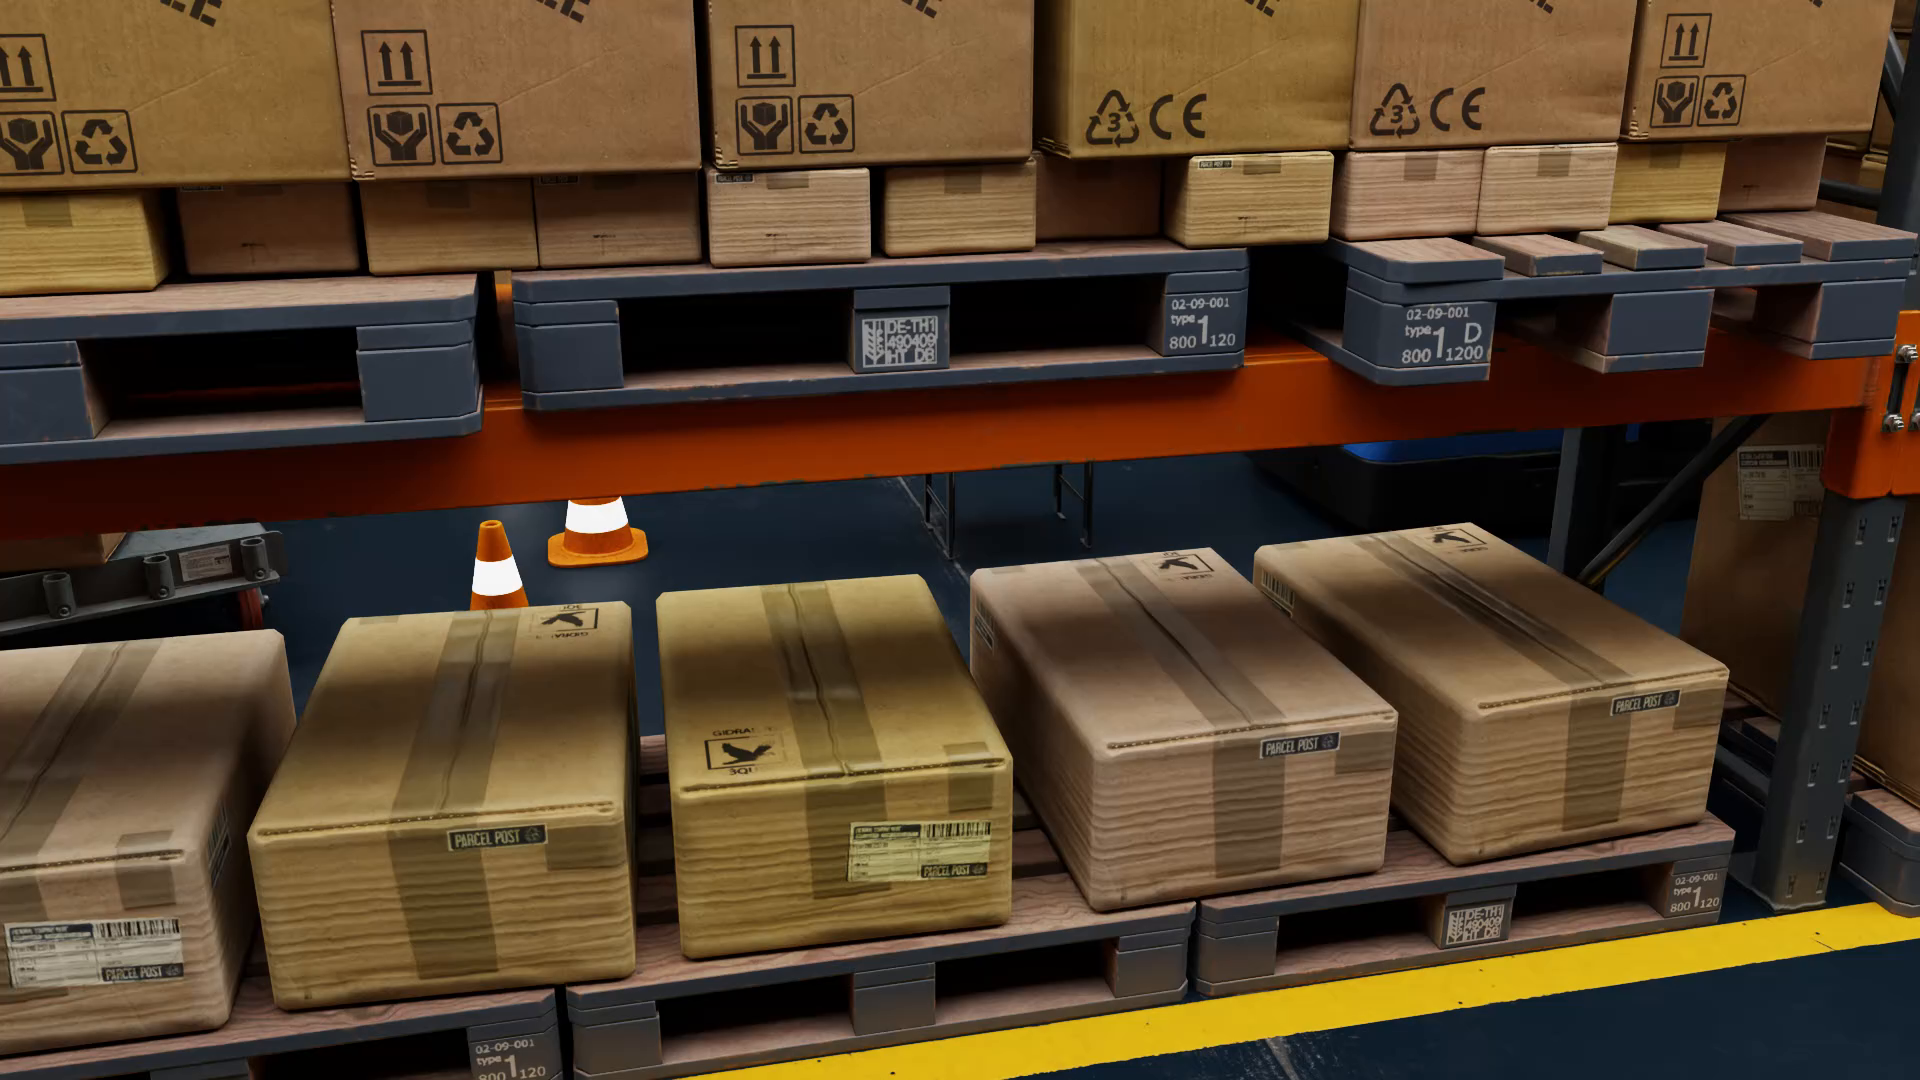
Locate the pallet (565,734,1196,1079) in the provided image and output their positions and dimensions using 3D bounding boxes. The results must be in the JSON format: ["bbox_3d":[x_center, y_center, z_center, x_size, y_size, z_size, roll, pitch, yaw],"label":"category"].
[{"bbox_3d":[-0.237,0.698,3.603,1.213,0.211,1.003,-5,21,-12],"label":"pallet"}]

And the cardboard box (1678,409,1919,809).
[{"bbox_3d":[2.400,0.005,3.918,0.875,0.875,0.875,-5,21,-13],"label":"cardboard box"}]

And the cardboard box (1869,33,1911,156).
[{"bbox_3d":[2.259,-0.890,3.375,0.500,0.250,0.500,-5,21,-13],"label":"cardboard box"}]

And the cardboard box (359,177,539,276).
[{"bbox_3d":[-0.810,-0.540,2.683,0.250,0.149,0.380,-4,21,-12],"label":"cardboard box"}]

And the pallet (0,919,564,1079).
[{"bbox_3d":[-1.426,0.795,3.336,1.213,0.211,1.003,-5,21,-12],"label":"pallet"}]

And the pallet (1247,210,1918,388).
[{"bbox_3d":[1.040,-0.586,3.333,1.003,0.211,1.213,-5,21,-12],"label":"pallet"}]

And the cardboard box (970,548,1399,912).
[{"bbox_3d":[0.441,0.371,3.651,0.625,0.372,0.950,-5,21,-14],"label":"cardboard box"}]

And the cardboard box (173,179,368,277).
[{"bbox_3d":[-1.070,-0.534,2.666,0.250,0.149,0.380,-3,20,-9],"label":"cardboard box"}]

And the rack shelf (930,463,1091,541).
[{"bbox_3d":[0.161,-0.329,5.735,0.480,0.518,0.431,-5,21,-12],"label":"rack shelf"}]

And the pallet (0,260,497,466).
[{"bbox_3d":[-1.406,-0.374,2.752,1.213,0.211,1.003,-5,21,-12],"label":"pallet"}]

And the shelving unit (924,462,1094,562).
[{"bbox_3d":[0.161,-0.999,5.489,0.503,2.100,0.431,-5,21,-12],"label":"shelving unit"}]

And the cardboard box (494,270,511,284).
[{"bbox_3d":[-1.898,-1.396,7.925,0.750,0.750,1.050,-5,21,-12],"label":"cardboard box"}]

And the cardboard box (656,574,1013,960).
[{"bbox_3d":[-0.298,0.429,3.493,0.625,0.372,0.950,-4,20,-11],"label":"cardboard box"}]

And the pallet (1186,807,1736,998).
[{"bbox_3d":[0.948,0.602,3.864,1.213,0.211,1.003,-5,21,-12],"label":"pallet"}]

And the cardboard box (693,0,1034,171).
[{"bbox_3d":[-0.192,-0.895,2.710,0.500,0.500,0.500,-6,21,-15],"label":"cardboard box"}]

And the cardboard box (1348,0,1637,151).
[{"bbox_3d":[0.830,-0.979,2.937,0.500,0.500,0.500,-5,21,-13],"label":"cardboard box"}]

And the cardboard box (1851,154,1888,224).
[{"bbox_3d":[2.243,-0.653,3.453,0.500,0.250,0.500,-5,21,-13],"label":"cardboard box"}]

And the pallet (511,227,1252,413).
[{"bbox_3d":[-0.208,-0.508,3.119,1.213,0.211,1.003,-5,21,-12],"label":"pallet"}]

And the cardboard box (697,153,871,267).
[{"bbox_3d":[-0.298,-0.563,2.745,0.250,0.149,0.380,-4,20,-10],"label":"cardboard box"}]

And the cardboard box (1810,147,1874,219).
[{"bbox_3d":[2.142,-0.825,3.924,0.500,0.250,0.500,-5,21,-14],"label":"cardboard box"}]

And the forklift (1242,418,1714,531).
[{"bbox_3d":[2.684,-1.652,6.062,3.031,2.935,1.130,-6,21,-16],"label":"forklift"}]

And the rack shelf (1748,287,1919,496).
[{"bbox_3d":[3.656,-0.589,4.107,4.000,0.370,1.077,-5,21,-12],"label":"rack shelf"}]

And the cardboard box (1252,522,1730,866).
[{"bbox_3d":[1.157,0.310,3.818,0.625,0.372,0.950,-6,21,-16],"label":"cardboard box"}]

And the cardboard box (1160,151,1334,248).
[{"bbox_3d":[0.454,-0.619,2.898,0.250,0.149,0.380,-4,21,-12],"label":"cardboard box"}]

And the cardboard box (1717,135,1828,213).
[{"bbox_3d":[1.444,-0.743,3.237,0.250,0.149,0.380,-4,20,-10],"label":"cardboard box"}]

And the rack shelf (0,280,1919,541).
[{"bbox_3d":[-0.237,-0.272,3.243,4.000,0.370,1.077,-5,21,-12],"label":"rack shelf"}]

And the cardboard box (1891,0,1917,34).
[{"bbox_3d":[2.245,-1.242,3.245,0.500,0.500,0.500,-5,21,-14],"label":"cardboard box"}]

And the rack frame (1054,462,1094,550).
[{"bbox_3d":[0.399,-1.018,5.542,0.015,2.100,0.400,-5,21,-12],"label":"rack frame"}]

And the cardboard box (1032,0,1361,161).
[{"bbox_3d":[0.339,-0.938,2.827,0.500,0.500,0.500,-6,21,-16],"label":"cardboard box"}]

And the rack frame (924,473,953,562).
[{"bbox_3d":[-0.076,-0.980,5.436,0.015,2.100,0.400,-5,21,-12],"label":"rack frame"}]

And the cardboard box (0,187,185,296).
[{"bbox_3d":[-1.328,-0.486,2.535,0.250,0.149,0.380,-4,21,-11],"label":"cardboard box"}]

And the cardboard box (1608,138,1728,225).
[{"bbox_3d":[1.200,-0.698,3.113,0.250,0.149,0.380,-4,21,-12],"label":"cardboard box"}]

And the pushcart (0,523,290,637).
[{"bbox_3d":[-2.757,0.020,5.211,0.936,0.377,1.648,-13,24,-31],"label":"pushcart"}]

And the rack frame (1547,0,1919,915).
[{"bbox_3d":[1.709,-0.768,3.551,0.127,3.000,1.000,-5,21,-12],"label":"rack frame"}]

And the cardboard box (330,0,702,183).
[{"bbox_3d":[-0.690,-0.851,2.589,0.500,0.500,0.500,-5,21,-13],"label":"cardboard box"}]

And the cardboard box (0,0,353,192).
[{"bbox_3d":[-1.174,-0.817,2.495,0.500,0.500,0.500,-5,21,-12],"label":"cardboard box"}]

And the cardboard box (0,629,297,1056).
[{"bbox_3d":[-1.674,0.543,3.183,0.625,0.372,0.950,-4,21,-12],"label":"cardboard box"}]

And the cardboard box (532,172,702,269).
[{"bbox_3d":[-0.569,-0.559,2.735,0.250,0.149,0.380,-4,21,-12],"label":"cardboard box"}]

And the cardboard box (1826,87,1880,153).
[{"bbox_3d":[2.122,-1.056,3.828,0.500,0.250,0.500,-5,21,-13],"label":"cardboard box"}]

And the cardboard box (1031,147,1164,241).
[{"bbox_3d":[0.180,-0.641,2.959,0.250,0.149,0.380,-4,21,-12],"label":"cardboard box"}]

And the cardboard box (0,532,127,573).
[{"bbox_3d":[-2.622,-0.227,4.607,0.500,0.500,0.500,-5,21,-12],"label":"cardboard box"}]

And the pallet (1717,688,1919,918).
[{"bbox_3d":[2.494,0.504,4.133,1.213,0.211,1.003,-5,21,-12],"label":"pallet"}]

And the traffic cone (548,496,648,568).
[{"bbox_3d":[-1.247,-0.185,5.647,0.334,0.463,0.336,-5,21,-12],"label":"traffic cone"}]

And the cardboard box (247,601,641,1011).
[{"bbox_3d":[-0.975,0.484,3.341,0.625,0.372,0.950,-3,20,-9],"label":"cardboard box"}]

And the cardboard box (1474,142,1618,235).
[{"bbox_3d":[0.965,-0.663,3.017,0.250,0.149,0.380,-5,21,-13],"label":"cardboard box"}]

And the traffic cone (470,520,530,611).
[{"bbox_3d":[-1.299,0.173,4.671,0.334,0.463,0.336,-5,21,-12],"label":"traffic cone"}]

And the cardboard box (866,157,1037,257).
[{"bbox_3d":[-0.045,-0.594,2.829,0.250,0.149,0.380,-5,21,-14],"label":"cardboard box"}]

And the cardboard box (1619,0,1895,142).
[{"bbox_3d":[1.331,-1.023,3.059,0.500,0.500,0.500,-5,21,-14],"label":"cardboard box"}]

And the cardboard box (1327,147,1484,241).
[{"bbox_3d":[0.718,-0.645,2.970,0.250,0.149,0.380,-6,21,-15],"label":"cardboard box"}]
